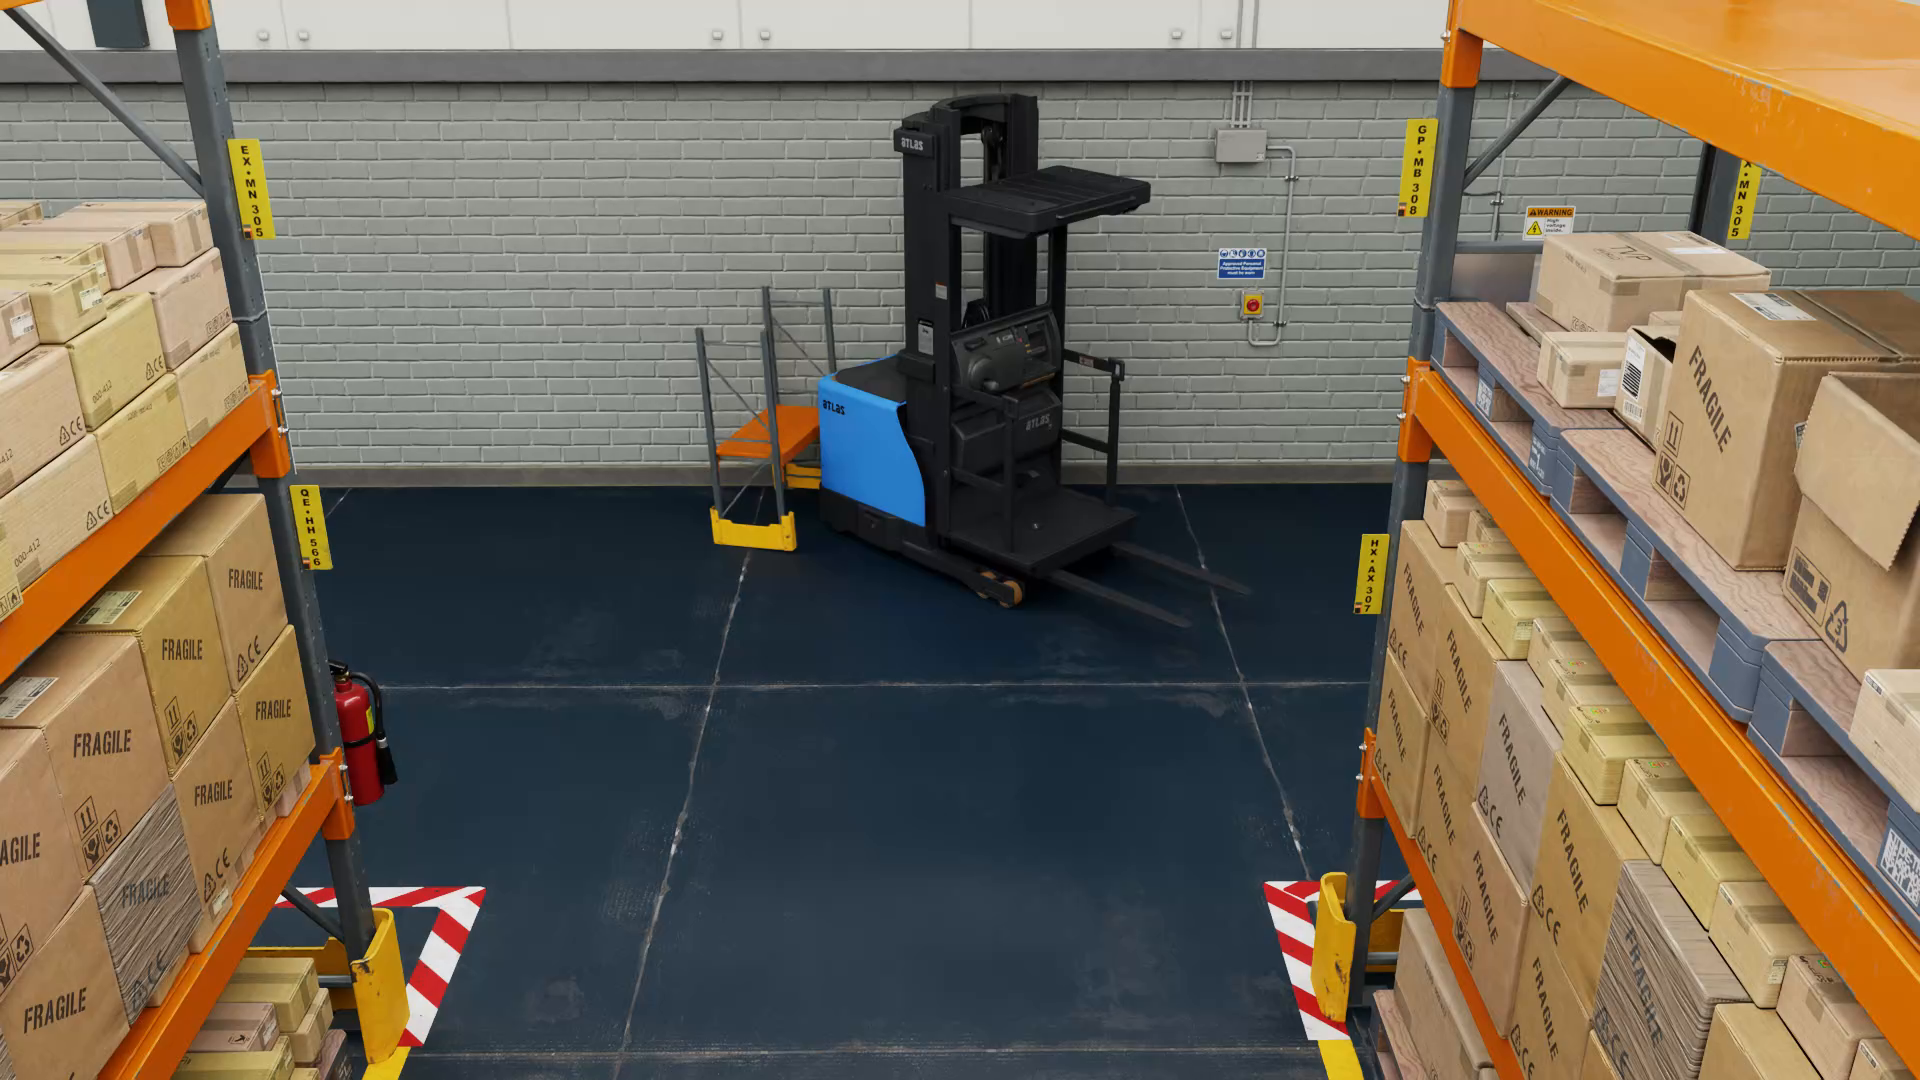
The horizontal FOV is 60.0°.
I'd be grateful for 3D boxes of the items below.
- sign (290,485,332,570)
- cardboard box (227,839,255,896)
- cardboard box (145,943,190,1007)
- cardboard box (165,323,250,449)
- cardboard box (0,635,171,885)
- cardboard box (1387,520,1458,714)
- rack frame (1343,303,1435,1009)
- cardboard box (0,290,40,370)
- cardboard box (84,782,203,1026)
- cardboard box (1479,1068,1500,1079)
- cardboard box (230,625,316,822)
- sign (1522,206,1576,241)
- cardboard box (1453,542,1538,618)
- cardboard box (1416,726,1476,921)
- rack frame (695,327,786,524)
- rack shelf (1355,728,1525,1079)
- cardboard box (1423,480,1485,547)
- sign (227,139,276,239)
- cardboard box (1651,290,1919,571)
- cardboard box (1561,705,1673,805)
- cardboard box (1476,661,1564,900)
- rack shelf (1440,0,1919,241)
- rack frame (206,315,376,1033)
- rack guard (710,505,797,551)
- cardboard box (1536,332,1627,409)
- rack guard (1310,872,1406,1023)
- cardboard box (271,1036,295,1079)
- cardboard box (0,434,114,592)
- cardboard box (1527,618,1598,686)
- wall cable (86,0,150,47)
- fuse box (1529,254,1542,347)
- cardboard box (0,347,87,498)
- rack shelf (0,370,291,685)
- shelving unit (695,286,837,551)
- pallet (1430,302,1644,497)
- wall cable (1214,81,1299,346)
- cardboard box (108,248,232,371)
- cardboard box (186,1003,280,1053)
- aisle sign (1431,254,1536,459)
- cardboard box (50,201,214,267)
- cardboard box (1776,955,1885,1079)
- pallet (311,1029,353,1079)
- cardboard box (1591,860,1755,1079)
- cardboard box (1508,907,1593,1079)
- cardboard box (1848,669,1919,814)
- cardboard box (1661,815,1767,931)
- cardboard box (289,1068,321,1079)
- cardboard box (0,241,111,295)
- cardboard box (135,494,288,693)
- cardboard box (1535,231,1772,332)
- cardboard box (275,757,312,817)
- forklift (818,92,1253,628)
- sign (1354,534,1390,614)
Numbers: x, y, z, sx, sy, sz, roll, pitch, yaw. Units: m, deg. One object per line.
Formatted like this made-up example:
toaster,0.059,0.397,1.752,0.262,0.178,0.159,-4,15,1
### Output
sign,-2.309,-0.043,5.917,0.100,0.325,0.005,0,24,-1
cardboard box,-2.595,1.076,5.536,0.380,0.149,0.250,0,24,-1
cardboard box,-2.595,1.290,5.063,0.380,0.149,0.250,-1,24,-3
cardboard box,-2.594,-0.490,5.235,0.500,0.250,0.500,-1,24,-2
cardboard box,-2.590,0.596,4.596,0.500,0.500,0.500,1,24,2
cardboard box,1.805,0.257,5.708,0.500,0.500,0.500,-1,24,-2
rack frame,2.085,0.559,6.375,1.000,3.000,0.127,0,24,-1
cardboard box,-2.604,-0.529,4.231,0.380,0.149,0.250,-1,24,-2
cardboard box,-2.586,1.047,4.814,0.500,0.500,0.500,0,24,0
cardboard box,2.210,2.183,5.382,0.875,0.438,0.875,0,24,1
cardboard box,-2.602,0.625,5.745,0.500,0.500,0.500,0,24,1
sign,4.044,-2.175,11.418,0.339,0.242,0.001,0,24,-1
cardboard box,1.774,0.125,5.212,0.380,0.149,0.250,0,24,1
cardboard box,1.836,0.920,5.453,0.500,0.500,0.500,-1,24,-1
rack frame,-1.413,-0.647,10.825,0.500,1.500,0.032,5,25,18
rack shelf,2.107,1.711,4.701,1.077,0.370,4.000,0,24,-1
cardboard box,1.812,-0.091,5.688,0.380,0.149,0.250,0,24,1
sign,-2.309,-1.142,5.420,0.100,0.325,0.005,0,24,-1
cardboard box,1.957,-0.259,3.791,0.500,0.500,0.500,0,24,0
cardboard box,1.787,0.549,4.275,0.380,0.149,0.250,-1,24,-2
cardboard box,1.831,0.682,4.768,0.500,0.500,0.500,0,24,-1
rack shelf,2.107,-0.841,3.547,1.077,0.370,4.000,0,24,-1
rack frame,-2.864,0.623,6.234,1.000,3.000,0.127,0,24,-1
rack guard,-1.377,-0.081,11.090,0.587,0.250,0.087,5,25,18
cardboard box,1.867,-0.481,4.708,0.380,0.149,0.250,1,24,1
rack guard,2.085,1.688,6.912,1.175,0.500,0.348,0,24,-1
cardboard box,-2.624,1.919,5.956,0.380,0.149,0.250,-1,24,-2
cardboard box,-2.589,-0.075,4.318,0.500,0.250,0.500,1,24,2
cardboard box,1.851,0.341,4.734,0.380,0.149,0.250,0,24,0
wall cable,-4.440,-5.942,9.563,2.277,5.999,0.120,0,24,-1
fuse box,4.102,-1.127,11.665,0.539,1.711,0.414,0,24,-1
cardboard box,-2.595,-0.293,4.194,0.500,0.250,0.500,0,24,0
rack shelf,-2.842,0.408,3.941,1.077,0.370,4.000,0,24,-1
shelving unit,-1.250,-0.849,11.273,0.587,1.500,1.083,5,25,18
pallet,2.103,-0.462,5.099,1.003,0.211,1.213,0,24,-1
wall cable,2.000,-2.242,11.296,0.585,1.953,0.123,0,24,-1
cardboard box,-2.604,-0.715,5.126,0.500,0.250,0.500,-1,24,-2
cardboard box,-2.659,1.780,5.903,0.380,0.149,0.250,0,24,0
aisle sign,1.794,-0.654,5.902,0.394,0.787,0.004,0,24,-1
cardboard box,-2.566,-0.950,5.161,0.380,0.149,0.250,0,24,-1
cardboard box,1.899,0.969,3.347,0.380,0.149,0.250,0,24,-1
pallet,-2.890,2.259,5.998,1.003,0.211,1.213,0,24,-1
cardboard box,1.835,1.094,3.857,0.500,0.500,0.500,0,24,0
cardboard box,1.846,1.336,4.534,0.500,0.500,0.500,1,24,1
cardboard box,1.799,0.347,2.877,0.380,0.149,0.250,0,24,1
cardboard box,1.856,0.758,3.813,0.380,0.149,0.250,-1,24,-2
cardboard box,-2.545,2.052,6.024,0.380,0.149,0.250,0,24,1
cardboard box,-2.658,-0.742,4.702,0.380,0.149,0.250,-1,24,-2
cardboard box,-2.610,0.173,5.531,0.500,0.500,0.500,-1,24,-2
cardboard box,2.180,-0.792,5.271,0.500,0.250,0.500,-2,24,-5
cardboard box,-2.578,0.870,5.991,0.380,0.149,0.250,0,24,0
forklift,0.449,-1.157,10.252,3.031,2.935,1.130,22,32,39
sign,1.530,0.128,6.180,0.100,0.325,0.005,0,24,-1
